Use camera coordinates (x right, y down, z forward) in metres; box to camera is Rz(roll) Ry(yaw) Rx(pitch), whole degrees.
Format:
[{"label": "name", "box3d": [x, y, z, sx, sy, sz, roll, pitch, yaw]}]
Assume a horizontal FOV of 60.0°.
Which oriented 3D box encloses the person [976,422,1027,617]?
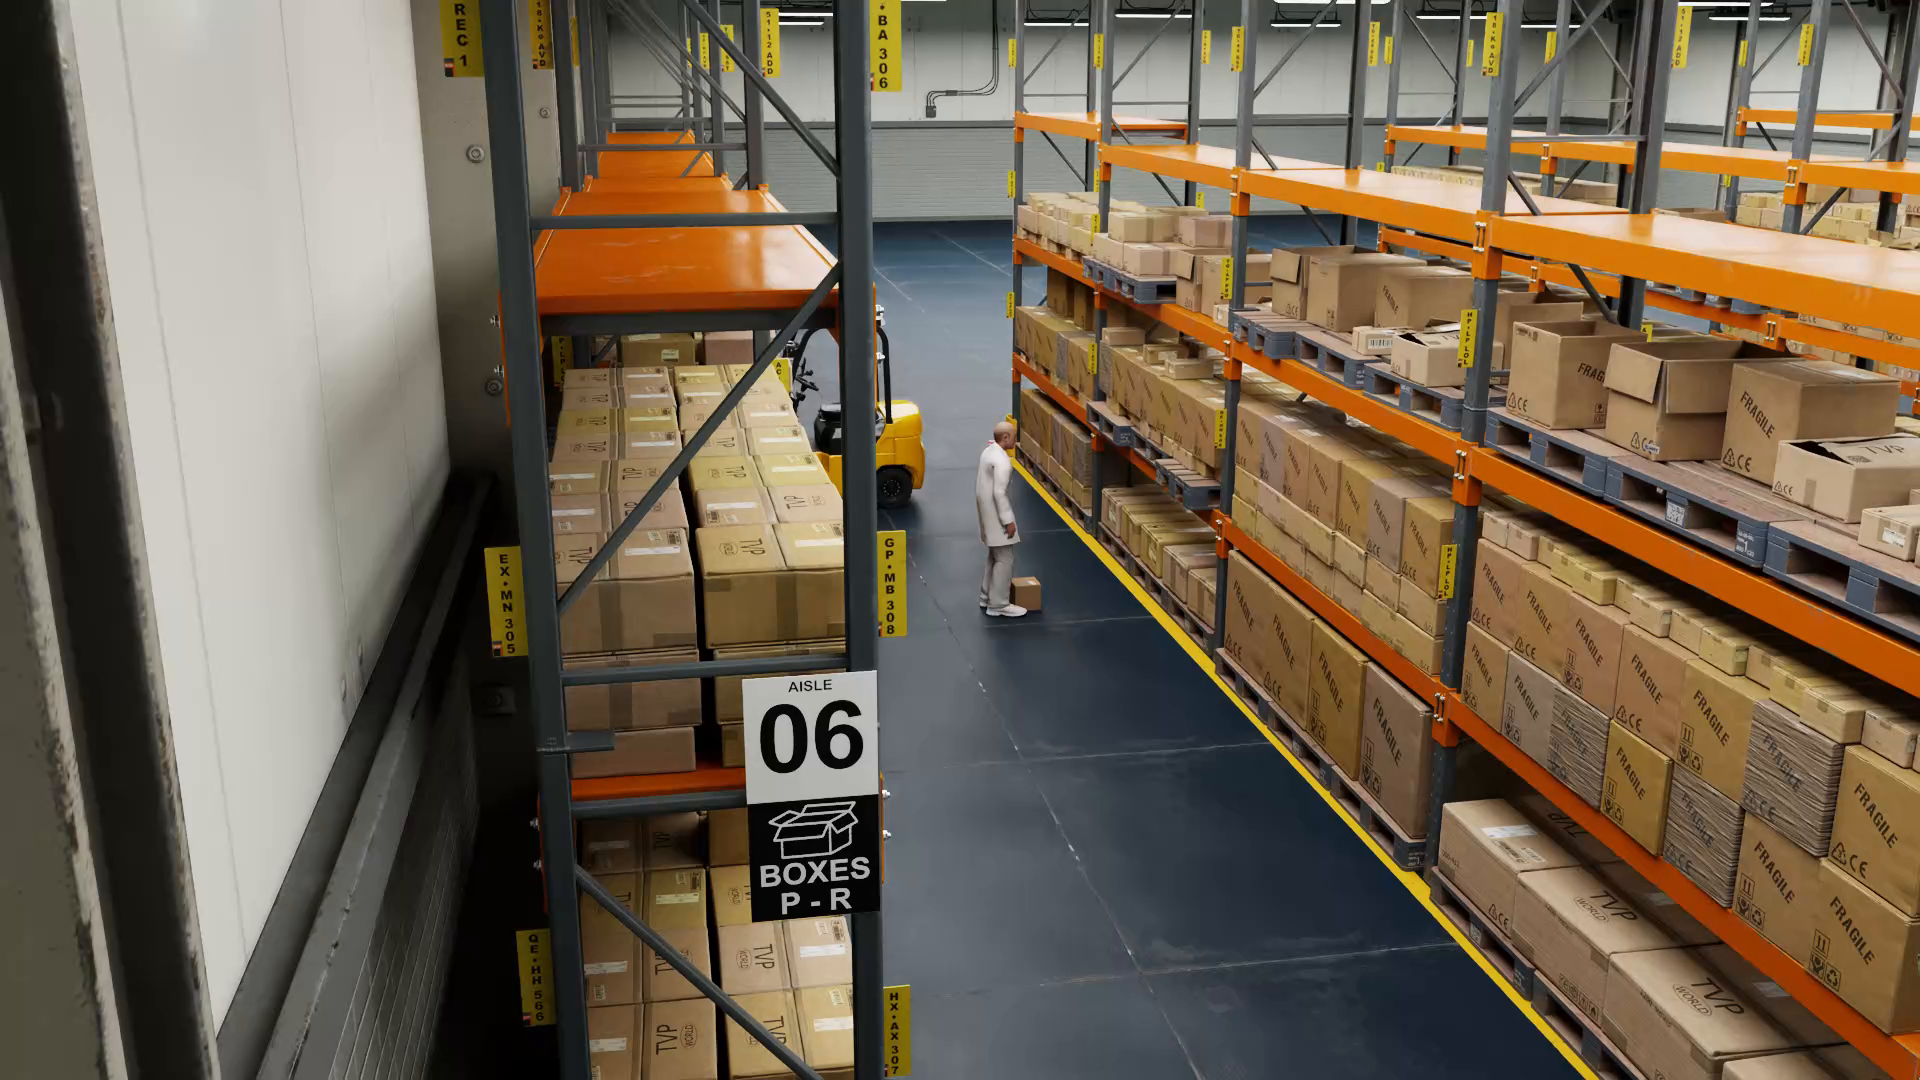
[{"label": "person", "box3d": [0.365, -0.211, 15.290, 0.424, 1.774, 0.644, -3, 16, -10]}]
